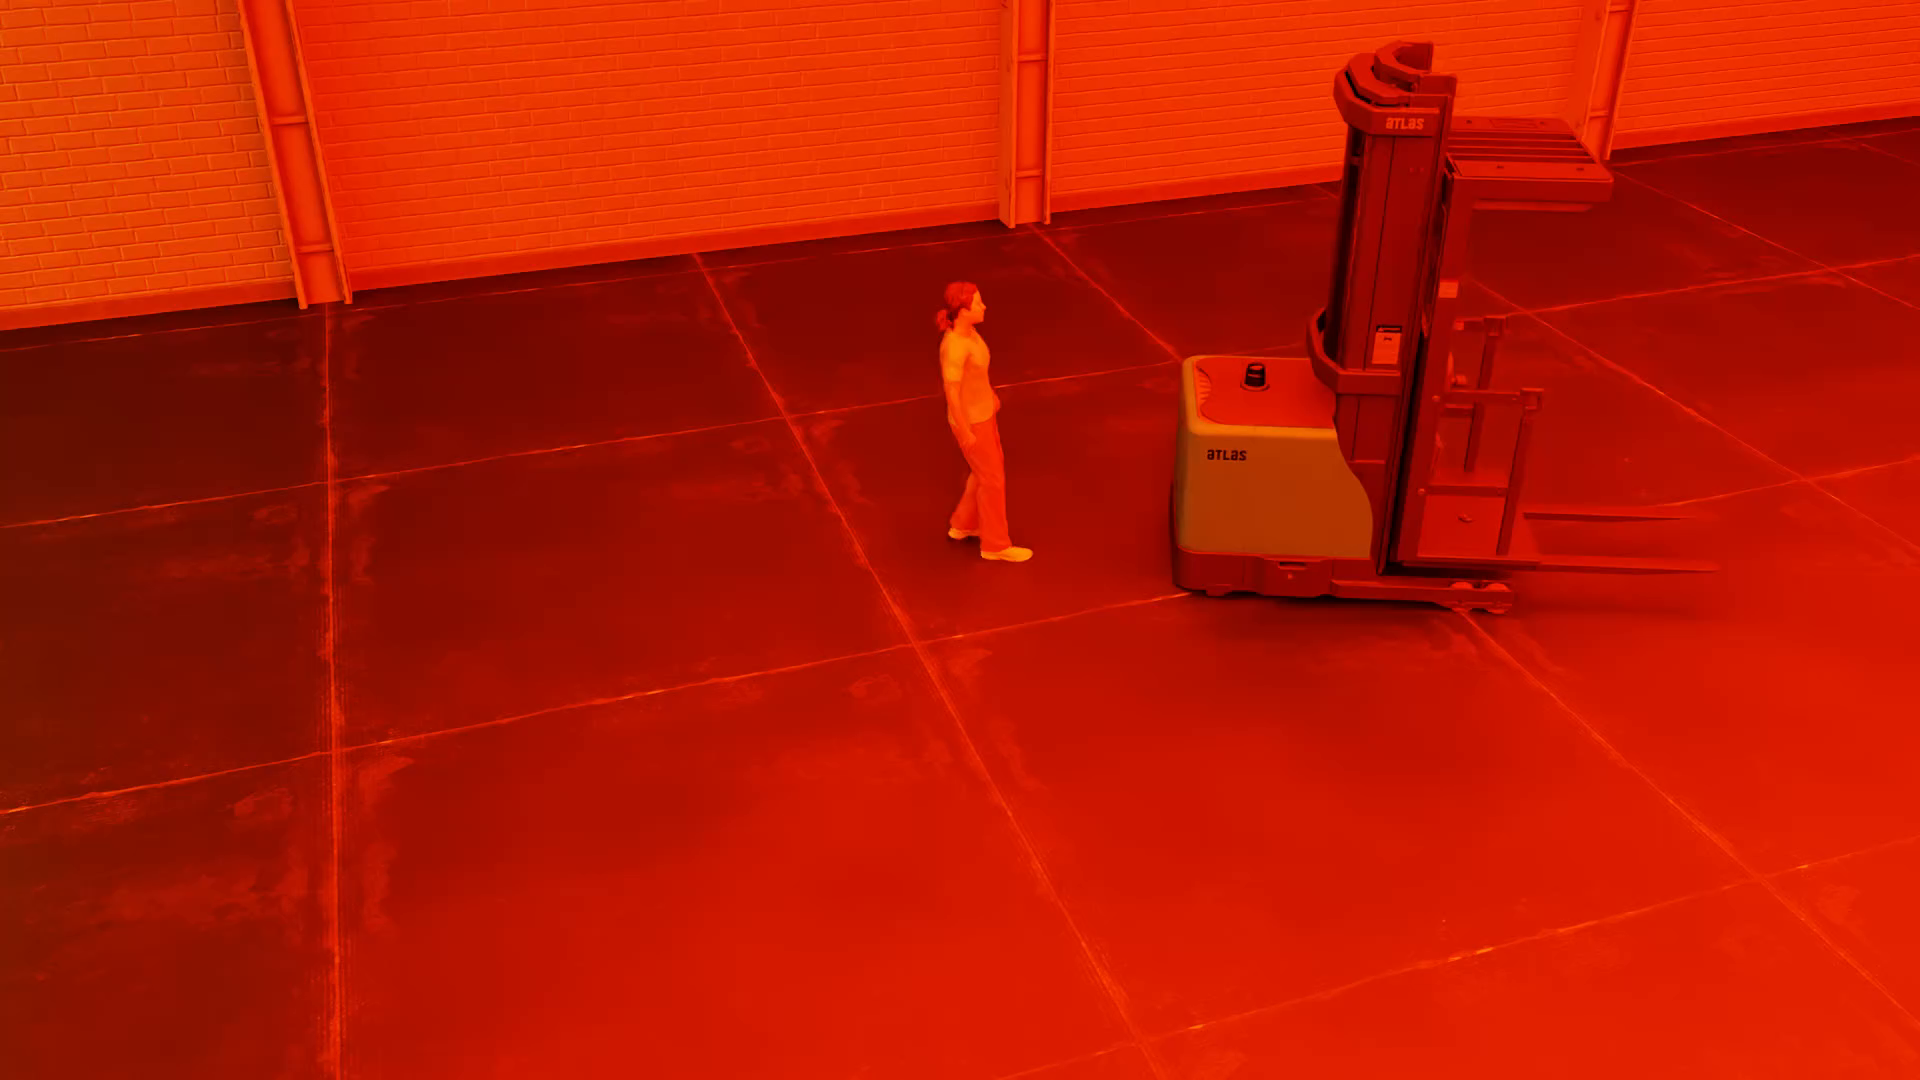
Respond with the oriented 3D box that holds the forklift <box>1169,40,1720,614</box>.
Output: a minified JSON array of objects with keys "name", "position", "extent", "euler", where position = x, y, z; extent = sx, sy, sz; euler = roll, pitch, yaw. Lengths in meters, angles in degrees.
[{"name":"forklift","position":[2.763,-1.136,9.061],"extent":[3.031,2.935,1.130],"euler":[2,30,4]}]

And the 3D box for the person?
[{"name":"person","position":[0.154,-0.696,9.602],"extent":[0.608,1.650,0.606],"euler":[5,30,8]}]
